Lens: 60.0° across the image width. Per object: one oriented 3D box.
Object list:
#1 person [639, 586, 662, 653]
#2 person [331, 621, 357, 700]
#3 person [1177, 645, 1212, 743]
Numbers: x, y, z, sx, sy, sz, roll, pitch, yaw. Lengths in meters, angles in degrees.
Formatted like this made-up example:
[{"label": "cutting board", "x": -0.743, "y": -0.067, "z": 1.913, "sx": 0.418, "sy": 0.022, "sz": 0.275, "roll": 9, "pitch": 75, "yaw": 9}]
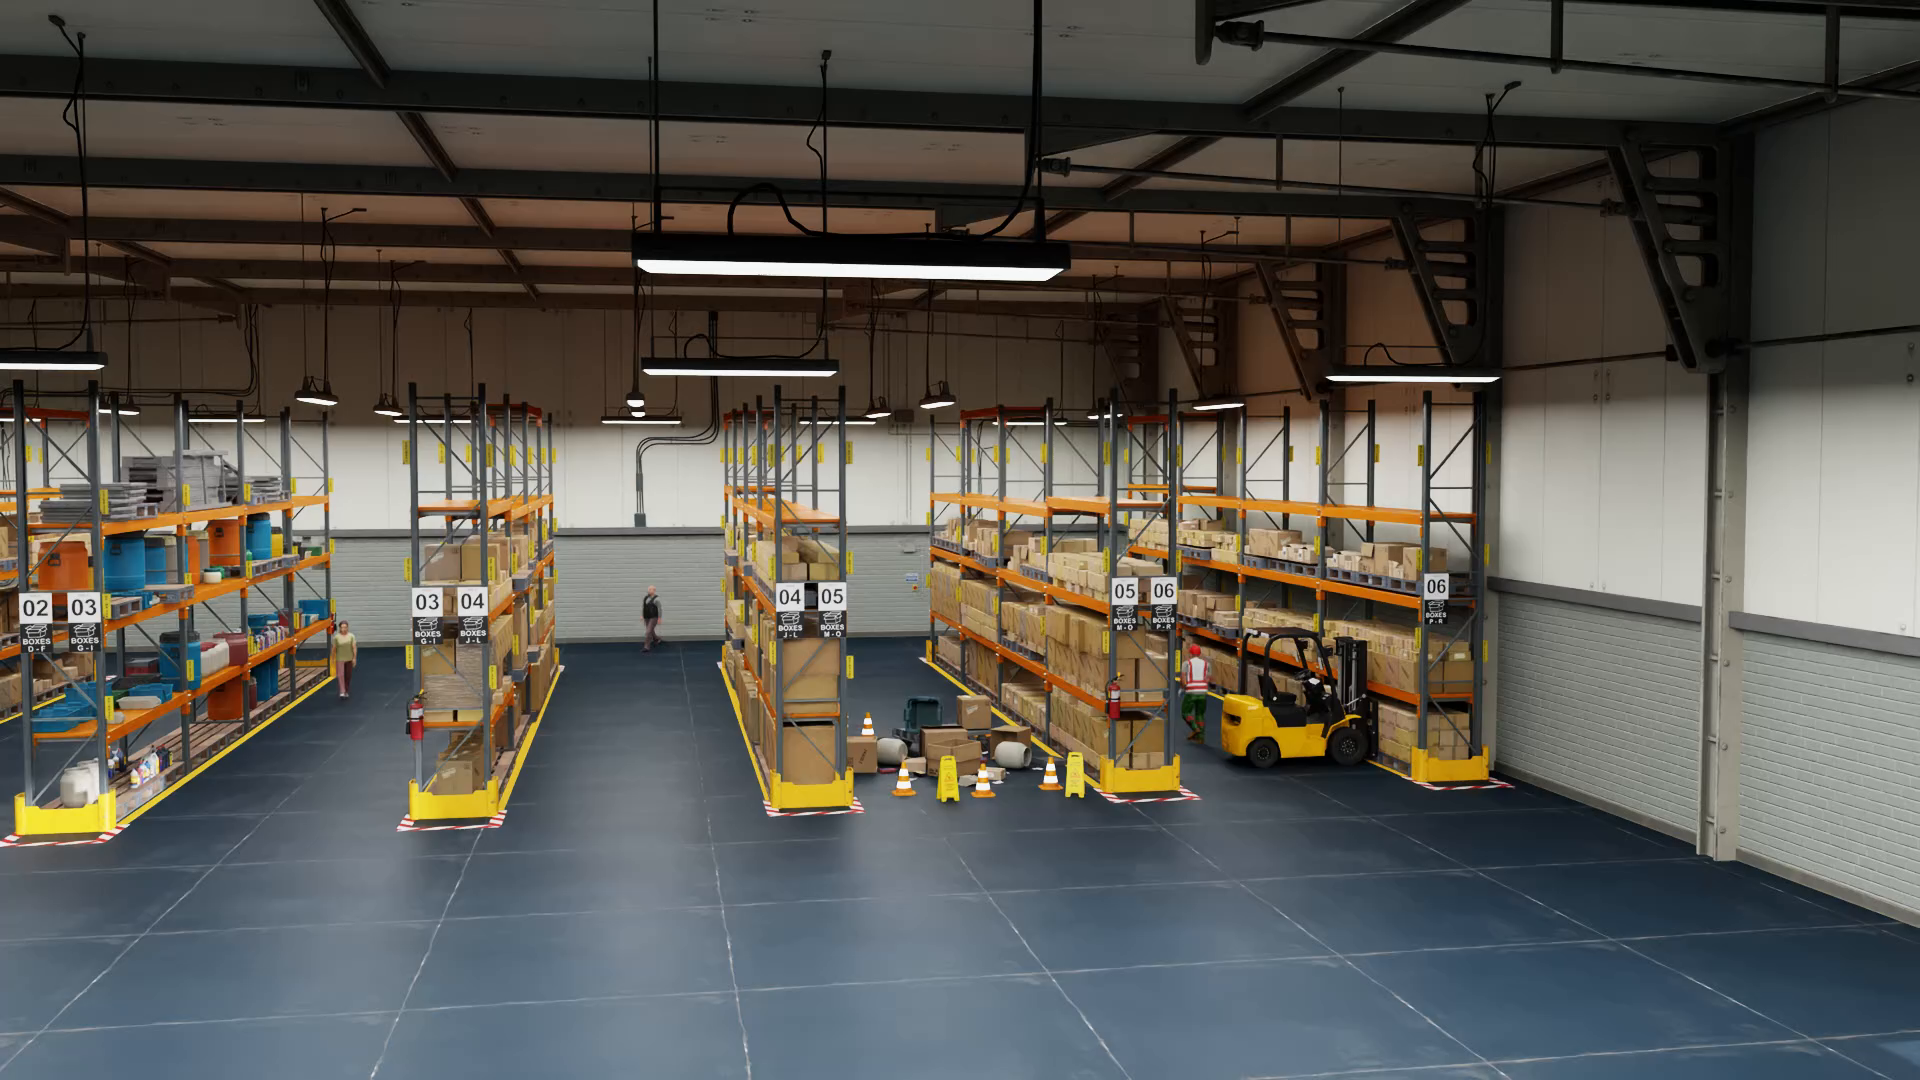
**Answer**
[{"label": "person", "x": -7.879, "y": 2.010, "z": 42.493, "sx": 0.556, "sy": 1.702, "sz": 0.959, "roll": 2, "pitch": 3, "yaw": 30}, {"label": "person", "x": -12.535, "y": 2.455, "z": 33.912, "sx": 0.475, "sy": 1.599, "sz": 1.052, "roll": -2, "pitch": 3, "yaw": -33}, {"label": "person", "x": 4.136, "y": 2.691, "z": 29.176, "sx": 0.660, "sy": 1.679, "sz": 0.790, "roll": -1, "pitch": 3, "yaw": -11}]
